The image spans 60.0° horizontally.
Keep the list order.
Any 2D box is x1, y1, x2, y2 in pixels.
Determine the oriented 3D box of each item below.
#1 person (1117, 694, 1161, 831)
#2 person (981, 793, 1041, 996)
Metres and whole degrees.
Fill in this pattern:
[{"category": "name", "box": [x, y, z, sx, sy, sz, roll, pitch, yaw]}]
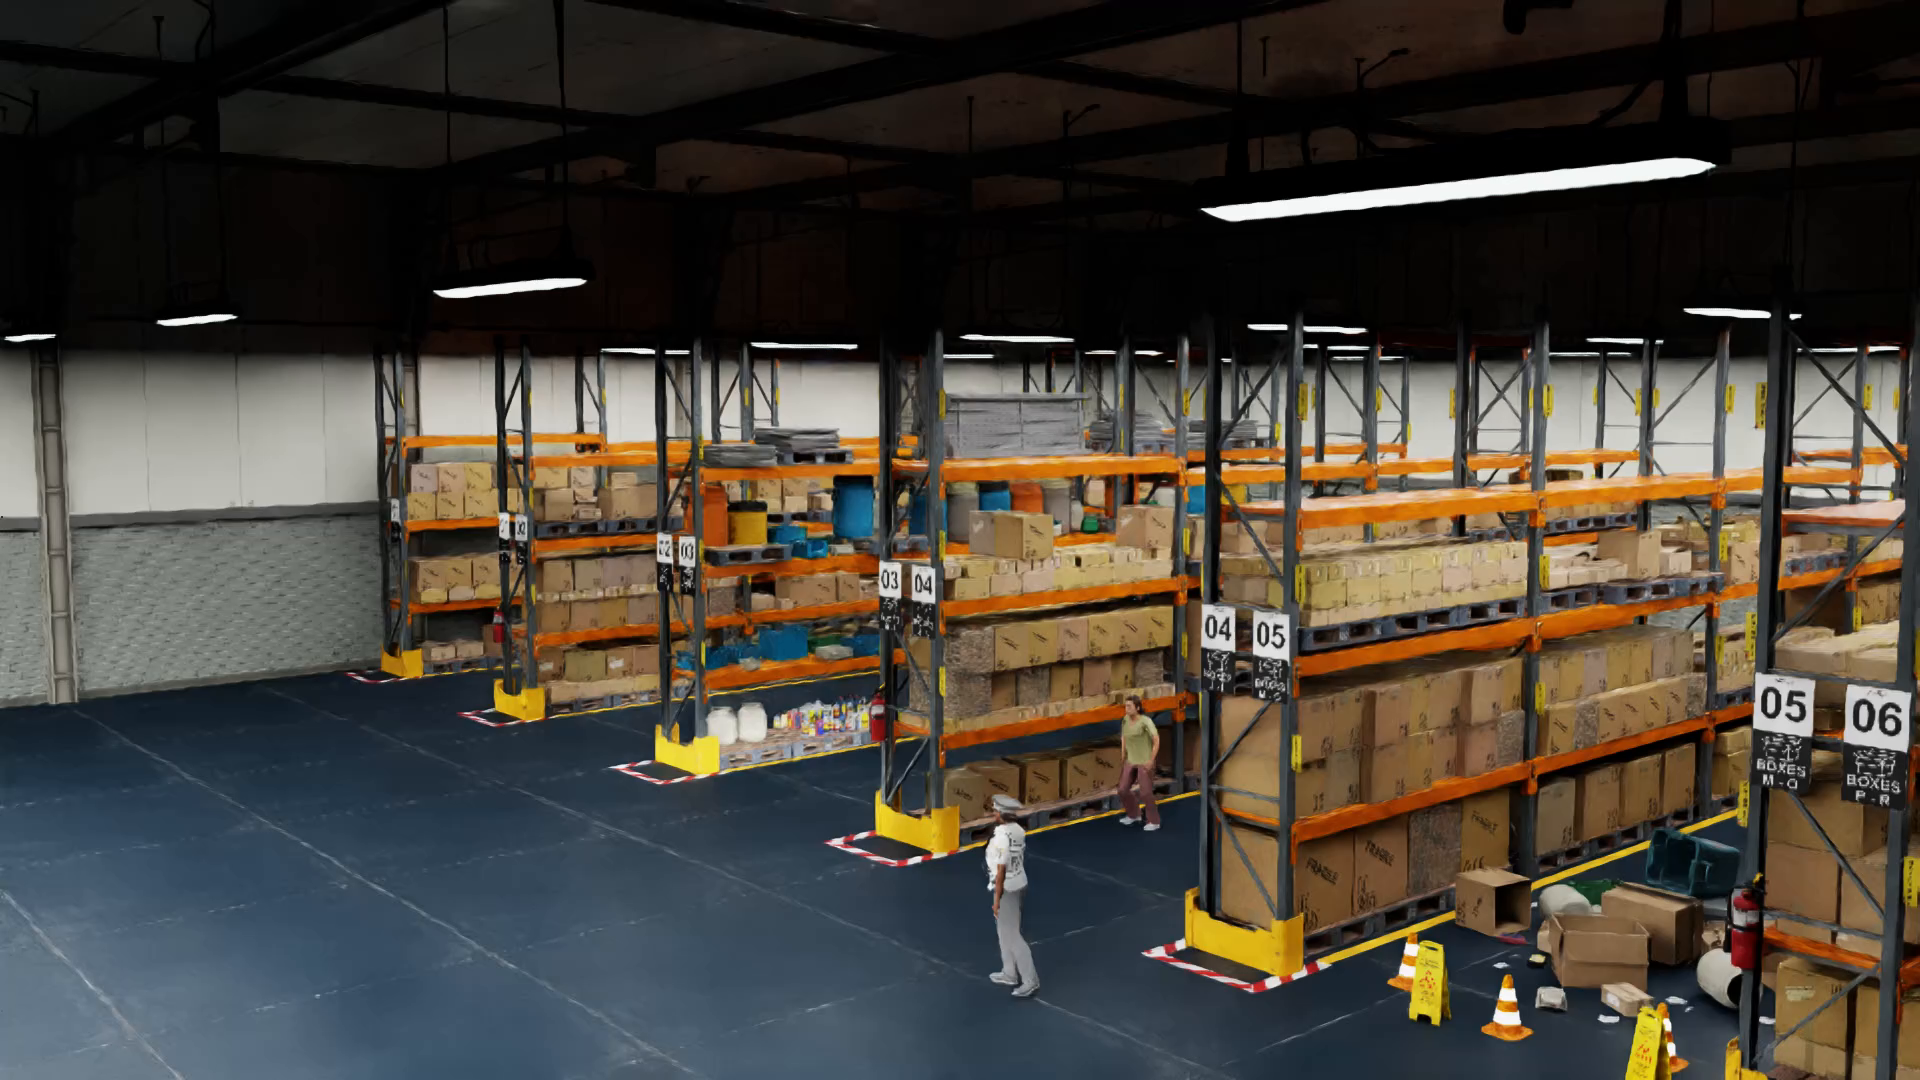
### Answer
[{"category": "person", "box": [2.102, 2.594, 19.481, 0.507, 1.619, 0.598, -5, 7, -43]}, {"category": "person", "box": [0.464, 3.042, 14.333, 0.520, 1.664, 0.568, 2, 6, 23]}]
